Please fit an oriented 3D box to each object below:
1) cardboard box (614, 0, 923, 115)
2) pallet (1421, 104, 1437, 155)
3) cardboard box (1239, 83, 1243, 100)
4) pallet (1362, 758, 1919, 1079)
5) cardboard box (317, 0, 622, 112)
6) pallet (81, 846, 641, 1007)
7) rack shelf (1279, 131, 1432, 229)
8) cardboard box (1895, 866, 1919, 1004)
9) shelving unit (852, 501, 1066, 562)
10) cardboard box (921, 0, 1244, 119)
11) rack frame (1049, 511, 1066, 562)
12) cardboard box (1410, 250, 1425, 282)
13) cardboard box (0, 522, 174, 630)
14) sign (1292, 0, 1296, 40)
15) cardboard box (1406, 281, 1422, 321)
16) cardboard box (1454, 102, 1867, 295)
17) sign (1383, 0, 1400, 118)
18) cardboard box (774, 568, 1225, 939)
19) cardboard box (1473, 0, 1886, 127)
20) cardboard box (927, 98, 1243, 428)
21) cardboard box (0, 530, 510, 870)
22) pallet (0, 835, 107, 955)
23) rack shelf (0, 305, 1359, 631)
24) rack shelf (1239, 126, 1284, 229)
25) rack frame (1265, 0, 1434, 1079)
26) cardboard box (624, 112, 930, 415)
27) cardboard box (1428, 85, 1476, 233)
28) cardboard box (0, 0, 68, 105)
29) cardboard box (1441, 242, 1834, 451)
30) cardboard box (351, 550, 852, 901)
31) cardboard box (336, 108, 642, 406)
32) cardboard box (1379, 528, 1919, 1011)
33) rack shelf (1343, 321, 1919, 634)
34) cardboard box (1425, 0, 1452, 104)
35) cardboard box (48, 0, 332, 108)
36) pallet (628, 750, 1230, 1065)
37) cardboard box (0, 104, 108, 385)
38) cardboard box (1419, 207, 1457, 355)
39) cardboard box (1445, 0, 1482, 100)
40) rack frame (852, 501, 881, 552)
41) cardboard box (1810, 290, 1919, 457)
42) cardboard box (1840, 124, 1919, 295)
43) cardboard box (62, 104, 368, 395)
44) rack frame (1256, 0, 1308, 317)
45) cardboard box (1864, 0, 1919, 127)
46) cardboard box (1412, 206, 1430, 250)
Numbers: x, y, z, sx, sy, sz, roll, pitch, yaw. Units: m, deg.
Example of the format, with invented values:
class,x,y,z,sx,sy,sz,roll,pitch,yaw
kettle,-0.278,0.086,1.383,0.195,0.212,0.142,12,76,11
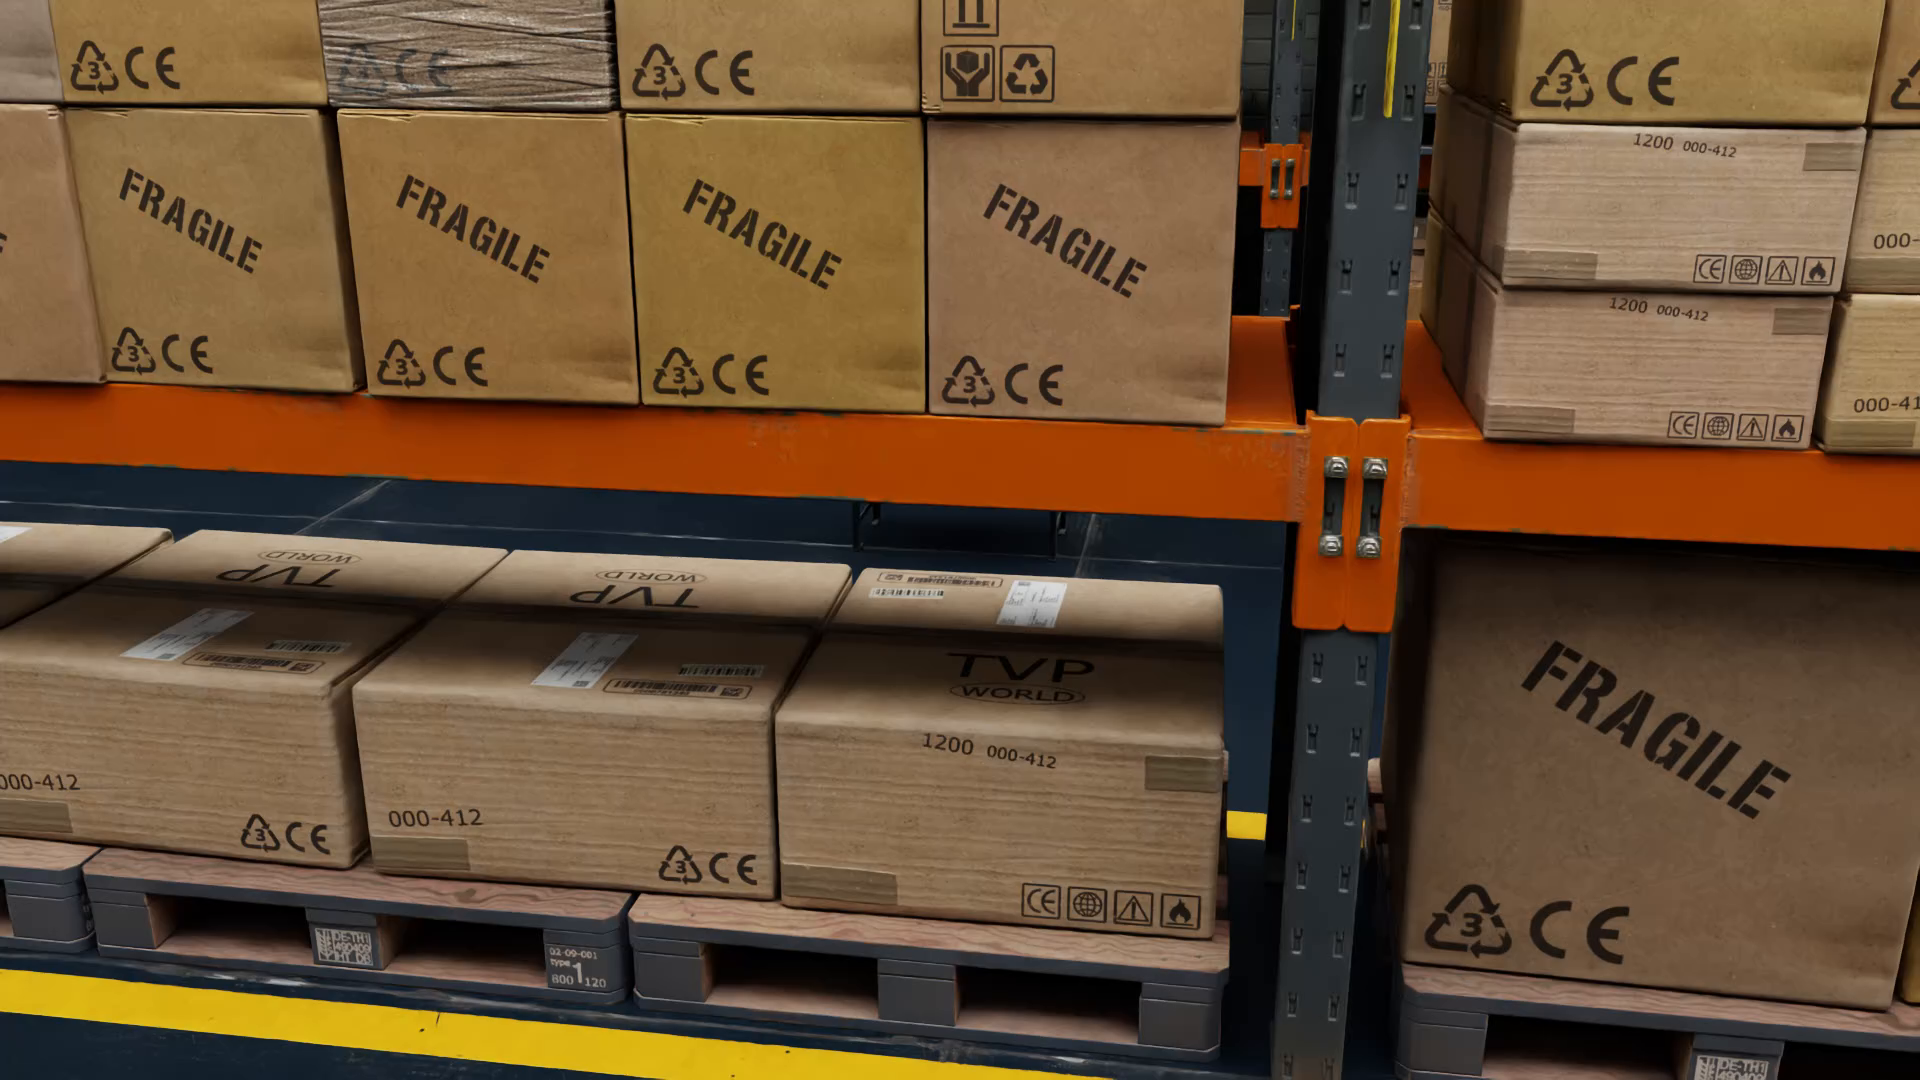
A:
class,x,y,z,sx,sy,sz,roll,pitch,yaw
cardboard box,-0.277,-1.009,2.858,0.500,0.500,0.500,3,19,8
pallet,2.288,-1.912,7.593,1.213,0.211,1.003,3,19,9
cardboard box,0.311,-0.675,3.436,0.500,0.500,0.500,4,19,10
pallet,1.506,0.815,3.534,1.213,0.211,1.003,3,19,9
cardboard box,-0.781,-1.032,2.926,0.500,0.500,0.500,3,19,9
pallet,-1.214,0.677,3.948,1.213,0.211,1.003,3,19,9
rack shelf,3.491,-1.636,7.598,4.000,0.370,1.077,3,19,9
cardboard box,2.251,0.335,3.260,0.875,0.875,0.875,3,19,10
shelving unit,0.007,-0.711,6.064,0.755,1.500,0.431,3,19,9
cardboard box,0.223,-0.981,2.774,0.500,0.500,0.500,3,19,8
rack frame,0.368,-0.692,6.009,0.023,1.500,0.400,3,19,9
cardboard box,2.114,-1.308,7.739,0.250,0.149,0.380,2,19,7
cardboard box,-2.549,0.294,4.073,0.875,0.438,0.875,2,19,7
sign,1.438,-2.318,7.138,0.005,0.325,0.100,3,19,9
cardboard box,1.958,-0.996,7.831,0.500,0.500,0.500,4,19,11
cardboard box,1.122,-0.578,2.751,0.500,0.250,0.500,2,19,7
sign,0.646,-0.796,2.467,0.005,0.325,0.100,3,19,9
cardboard box,0.130,0.428,3.671,0.875,0.438,0.875,3,19,8
cardboard box,1.122,-0.932,2.627,0.500,0.500,0.500,3,19,9
cardboard box,0.234,-0.513,2.951,0.500,0.500,0.500,3,19,9
cardboard box,-1.644,0.338,3.943,0.875,0.438,0.875,3,19,10
pallet,-2.415,0.615,4.134,1.213,0.211,1.003,3,19,9
rack shelf,-1.242,-0.282,3.552,4.000,0.370,1.077,3,19,9
rack shelf,-0.458,-1.837,8.200,4.000,0.370,1.077,3,19,9
rack frame,0.733,-0.522,3.137,0.127,3.000,1.000,3,19,9
cardboard box,-0.275,-0.537,3.023,0.500,0.500,0.500,2,19,7
cardboard box,1.207,-0.742,3.242,0.500,0.250,0.500,3,19,9
cardboard box,-1.767,-1.084,3.084,0.500,0.500,0.500,3,19,8
cardboard box,1.125,-0.346,2.847,0.500,0.250,0.500,2,19,7
cardboard box,-0.754,0.384,3.805,0.875,0.438,0.875,2,19,7
cardboard box,-0.773,-0.558,3.085,0.500,0.500,0.500,3,19,8
cardboard box,1.358,0.292,3.389,0.875,0.875,0.875,4,19,10
rack shelf,2.707,-0.080,2.950,4.000,0.370,1.077,3,19,9
cardboard box,1.958,-2.230,7.420,0.500,0.500,0.700,3,19,10
cardboard box,-1.275,-1.060,3.009,0.500,0.500,0.500,3,19,9
pallet,-0.006,0.737,3.767,1.213,0.211,1.003,3,19,9
cardboard box,-1.785,-0.609,3.238,0.500,0.500,0.500,3,19,8
cardboard box,1.216,-0.508,3.329,0.500,0.250,0.500,2,19,7
cardboard box,1.214,-1.100,3.130,0.500,0.500,0.500,4,19,10
rack frame,-0.355,-0.729,6.119,0.023,1.500,0.400,3,19,9
cardboard box,1.636,-0.321,2.771,0.500,0.250,0.500,2,19,7
cardboard box,1.642,-0.560,2.699,0.500,0.250,0.500,3,19,10
cardboard box,-1.288,-0.589,3.178,0.500,0.500,0.500,4,19,10
rack frame,1.516,-2.077,7.785,0.127,3.000,1.000,3,19,9
cardboard box,1.628,-0.915,2.576,0.500,0.500,0.500,3,19,8
cardboard box,2.092,-1.440,7.667,0.250,0.149,0.380,2,19,6
